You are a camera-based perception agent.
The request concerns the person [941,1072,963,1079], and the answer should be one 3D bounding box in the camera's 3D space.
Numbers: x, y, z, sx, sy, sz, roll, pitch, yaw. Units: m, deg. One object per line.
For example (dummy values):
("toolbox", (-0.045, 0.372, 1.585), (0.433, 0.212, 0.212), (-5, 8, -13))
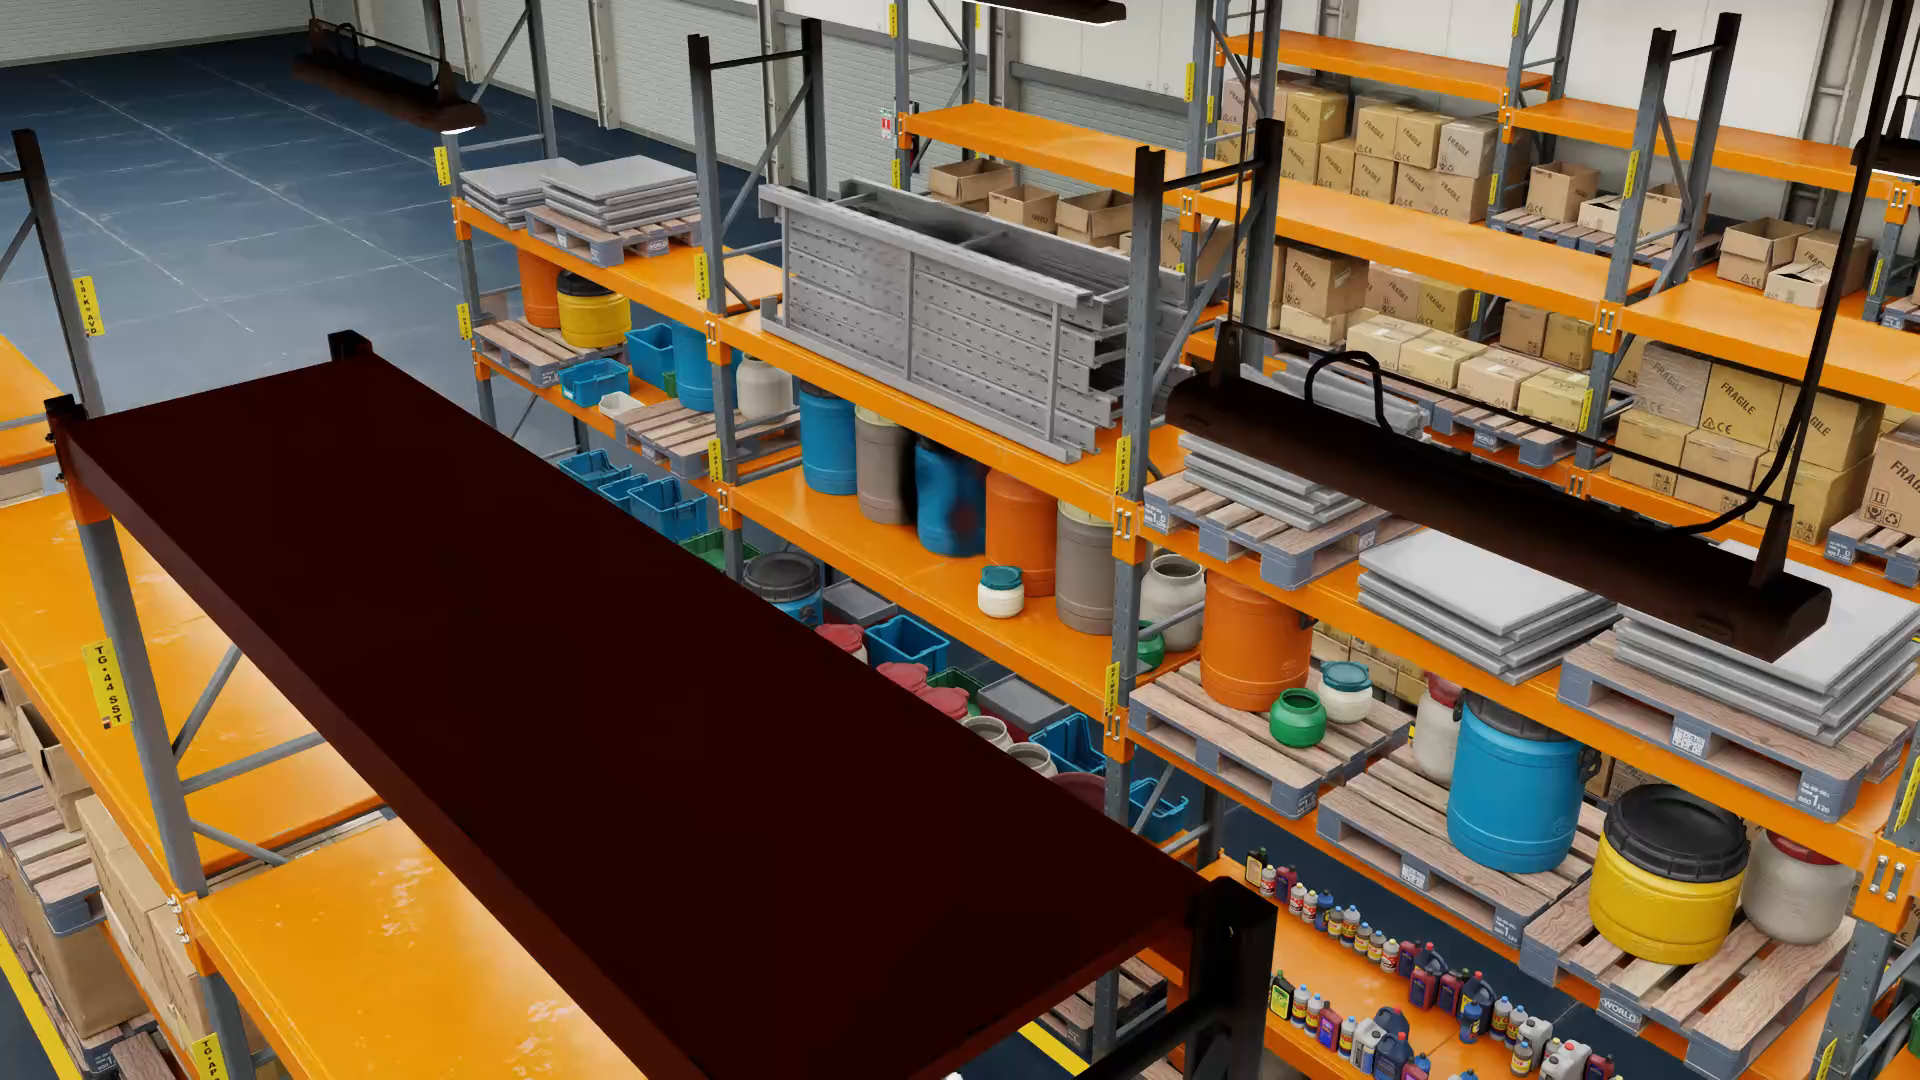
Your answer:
("person", (0.094, 3.441, 8.426), (0.787, 1.732, 0.717), (-6, 28, -13))
